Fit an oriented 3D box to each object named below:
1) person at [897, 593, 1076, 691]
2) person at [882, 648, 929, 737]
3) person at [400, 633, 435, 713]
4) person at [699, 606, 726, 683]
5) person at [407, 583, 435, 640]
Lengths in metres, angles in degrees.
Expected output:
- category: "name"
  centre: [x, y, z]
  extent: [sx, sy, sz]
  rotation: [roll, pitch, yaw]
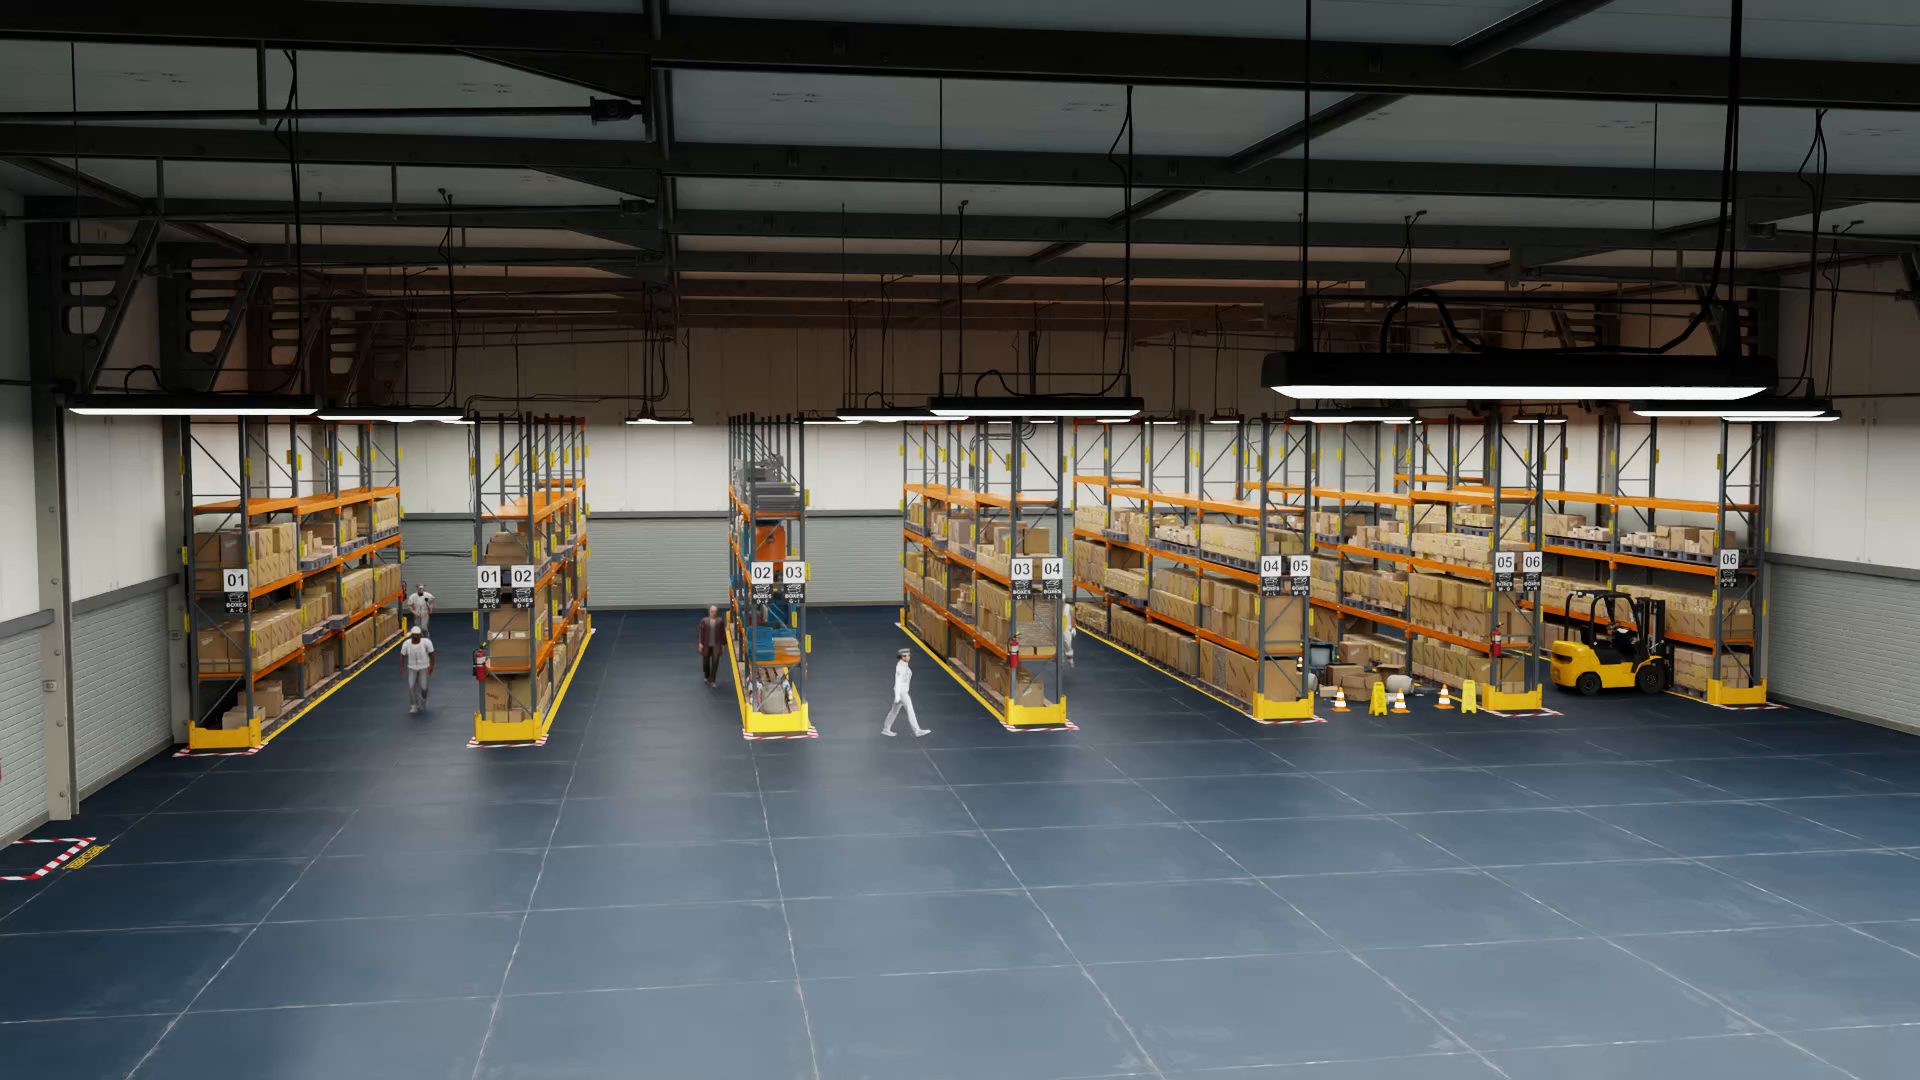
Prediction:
- category: "person"
  centre: [0.723, 2.239, 34.320]
  extent: [2.889, 1.620, 8.044]
  rotation: [0, 4, 7]
- category: "person"
  centre: [-1.002, 2.817, 30.718]
  extent: [0.897, 1.642, 0.498]
  rotation: [0, 4, 2]
- category: "person"
  centre: [-10.917, 2.601, 33.488]
  extent: [0.672, 1.709, 0.617]
  rotation: [-1, 4, -7]
- category: "person"
  centre: [-5.509, 2.298, 36.929]
  extent: [0.632, 1.681, 0.599]
  rotation: [-1, 4, -15]
- category: "person"
  centre: [-14.010, 1.948, 43.260]
  extent: [0.610, 1.678, 0.735]
  rotation: [0, 4, 0]
